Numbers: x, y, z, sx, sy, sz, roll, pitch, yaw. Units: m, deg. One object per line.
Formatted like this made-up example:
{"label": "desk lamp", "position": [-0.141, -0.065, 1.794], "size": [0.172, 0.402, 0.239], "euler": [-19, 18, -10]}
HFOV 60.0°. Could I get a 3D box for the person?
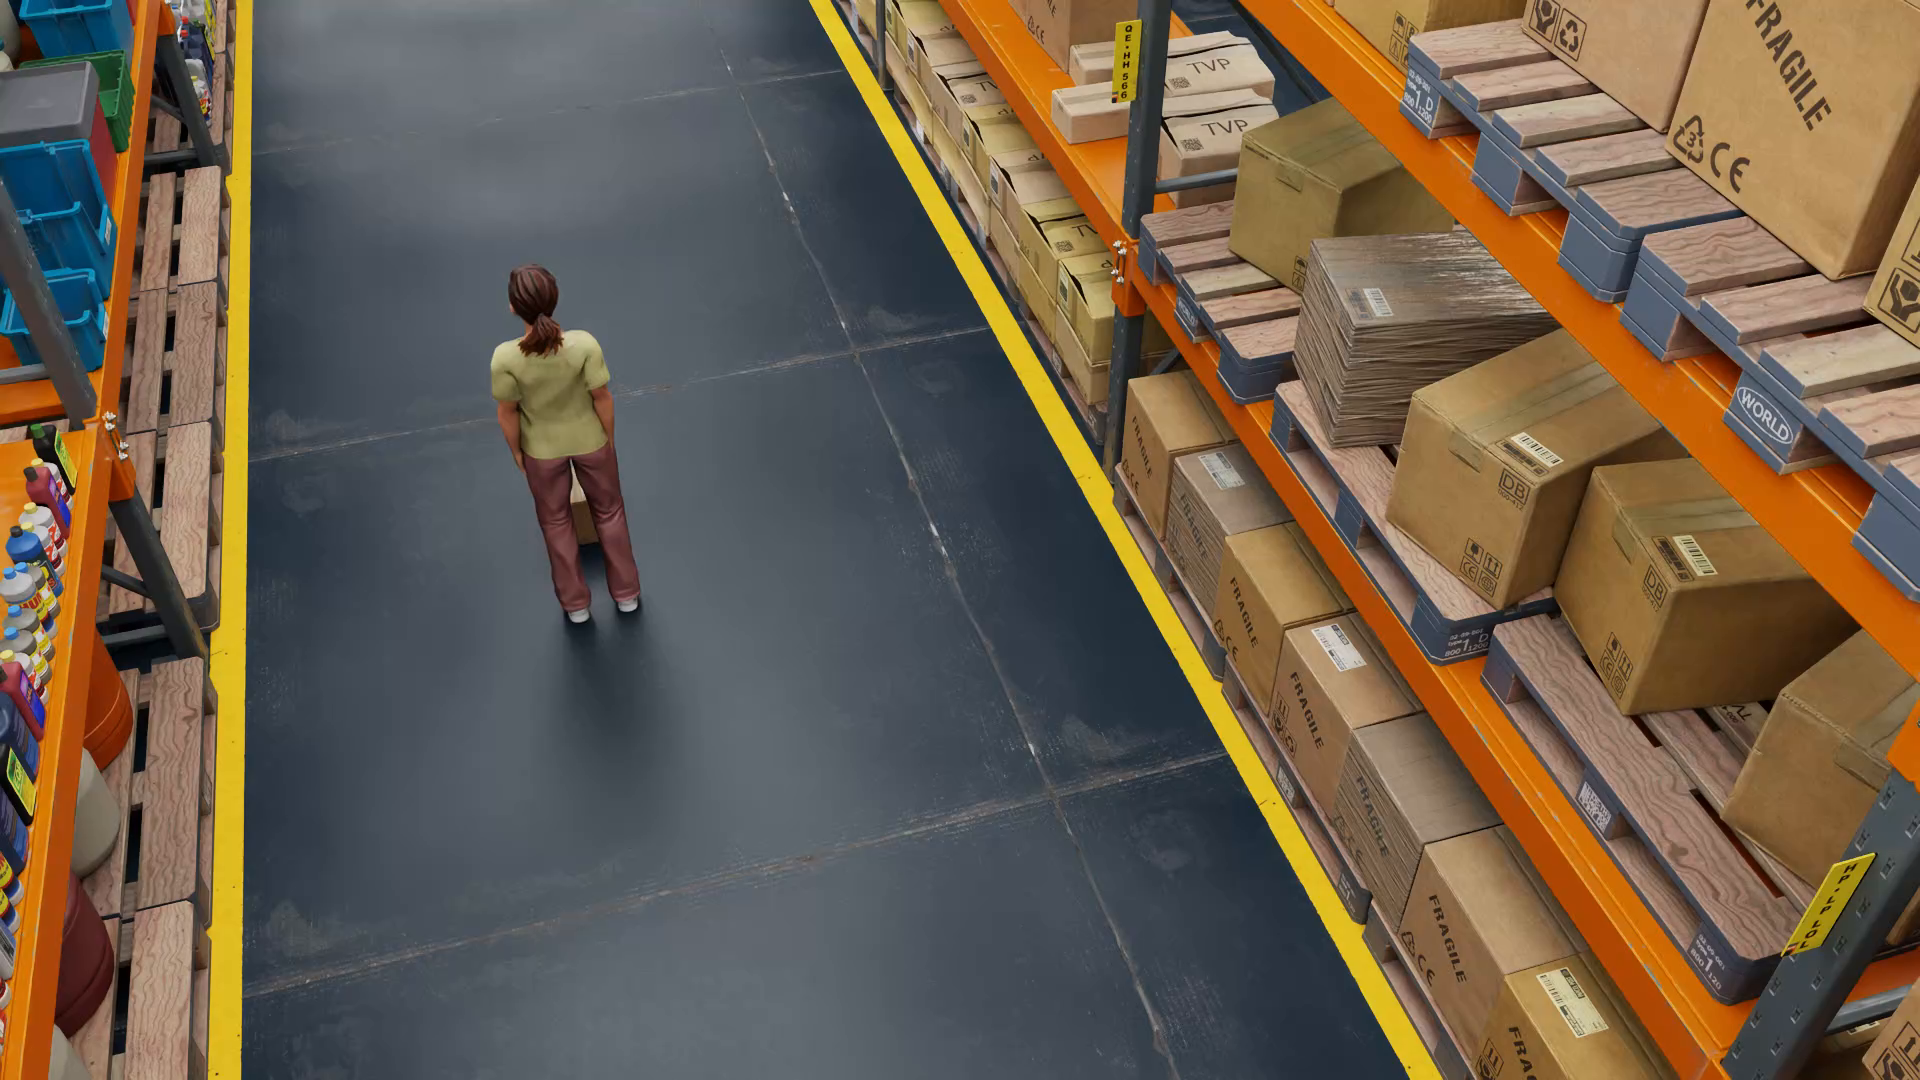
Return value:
{"label": "person", "position": [-1.559, -0.359, 6.561], "size": [0.442, 1.672, 0.362], "euler": [-11, 44, -12]}
